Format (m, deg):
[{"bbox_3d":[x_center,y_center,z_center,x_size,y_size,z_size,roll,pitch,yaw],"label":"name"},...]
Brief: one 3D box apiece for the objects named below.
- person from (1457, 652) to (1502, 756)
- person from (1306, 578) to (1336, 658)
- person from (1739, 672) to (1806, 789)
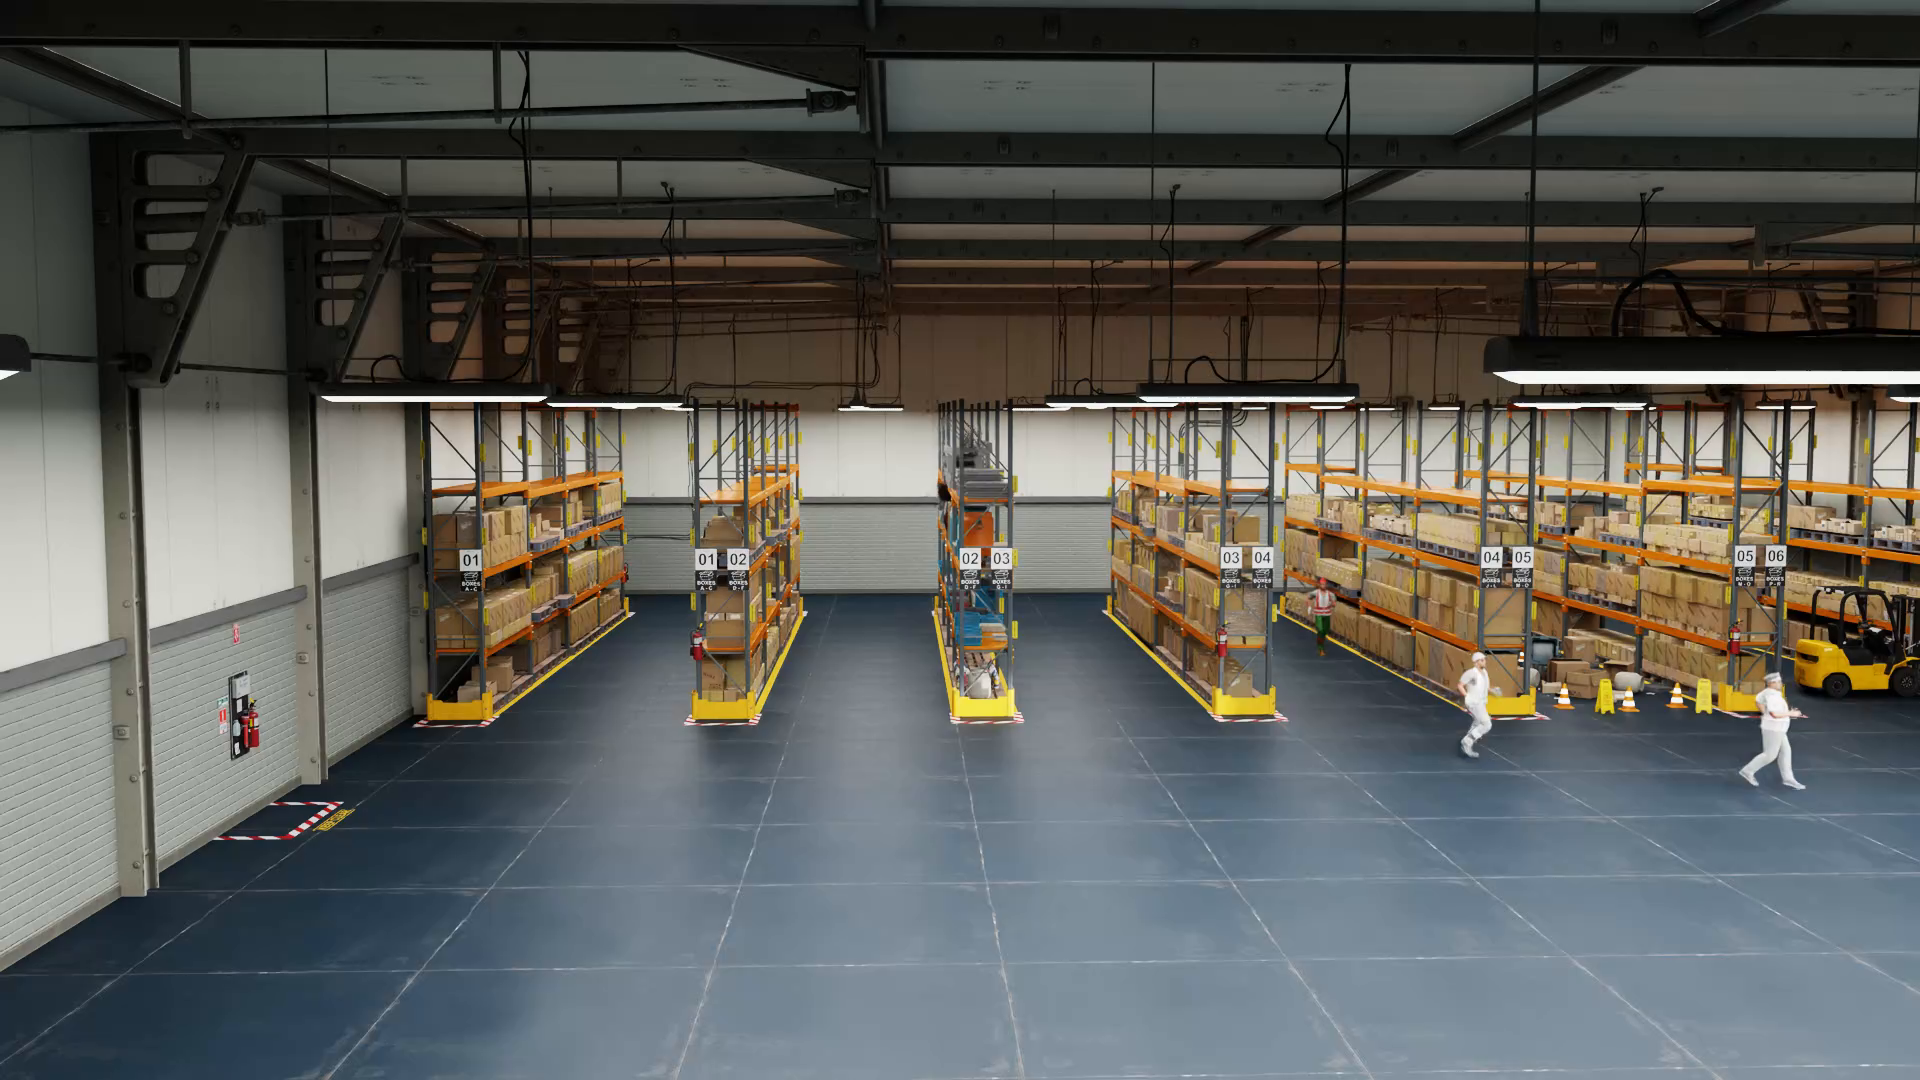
[{"bbox_3d":[8.667,2.737,27.659,0.612,1.748,0.631,4,6,40],"label":"person"},{"bbox_3d":[8.587,1.822,39.456,0.650,1.840,0.826,-1,4,-7],"label":"person"},{"bbox_3d":[12.382,2.888,25.292,0.924,1.774,0.664,2,5,25],"label":"person"}]
